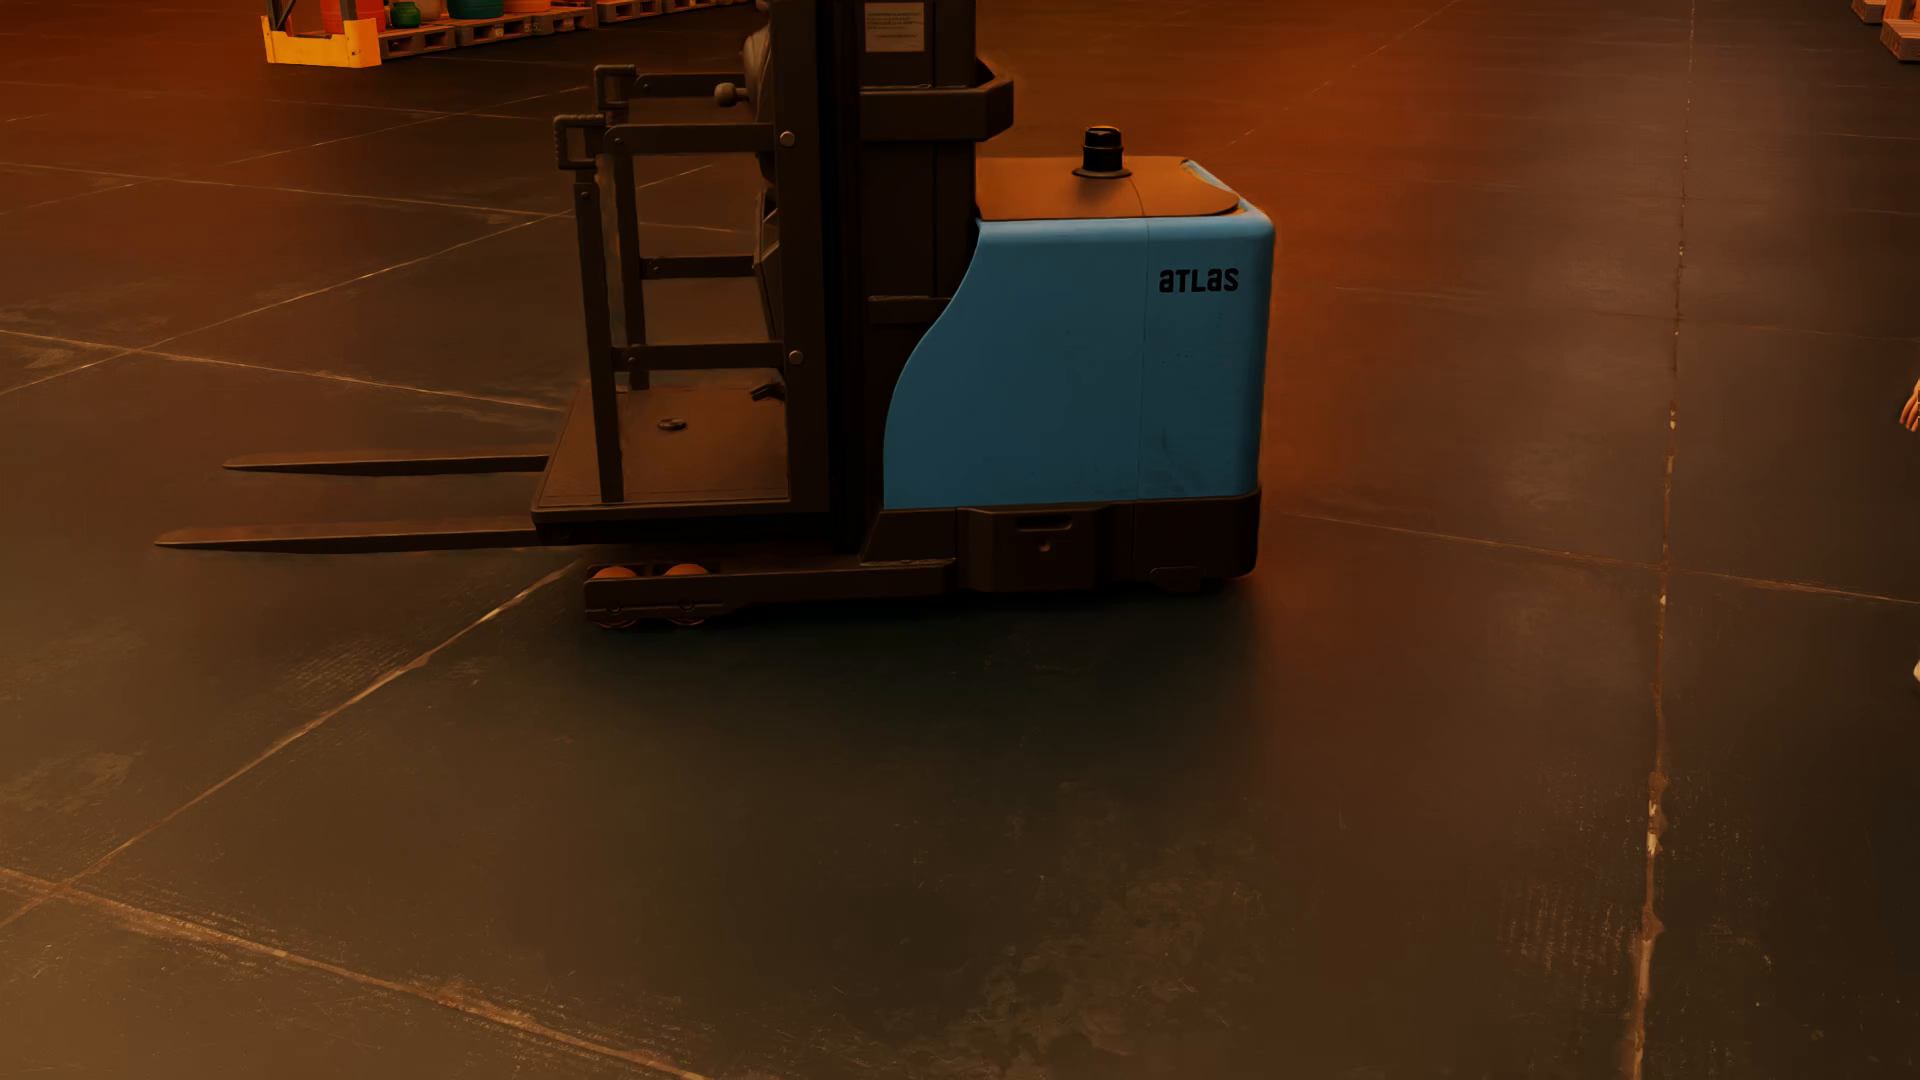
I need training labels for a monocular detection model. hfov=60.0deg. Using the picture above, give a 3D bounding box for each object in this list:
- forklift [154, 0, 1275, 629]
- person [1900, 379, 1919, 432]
[{"bbox_3d":[-0.707,-1.324,4.461,3.031,2.935,1.130,-2,23,-5],"label":"forklift"},{"bbox_3d":[2.510,-0.186,3.579,0.726,1.549,0.769,-5,23,-11],"label":"person"}]
